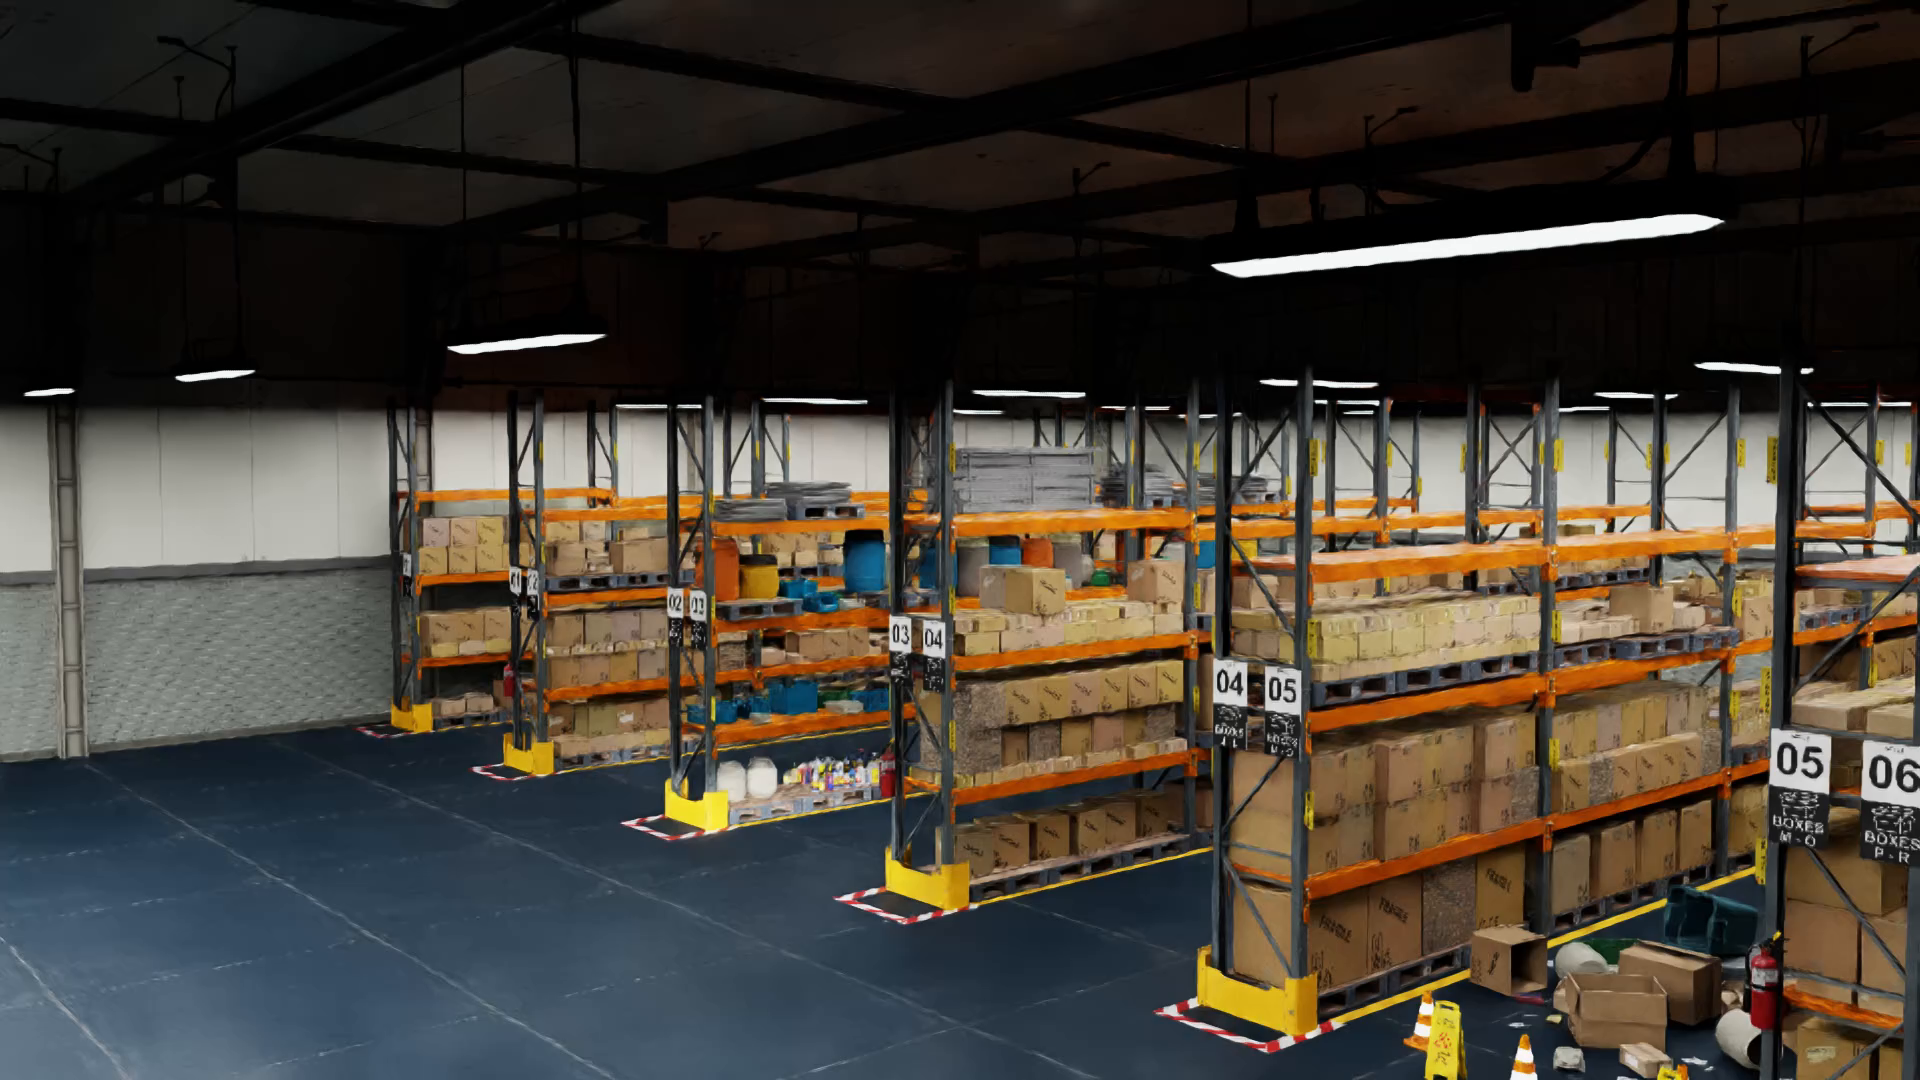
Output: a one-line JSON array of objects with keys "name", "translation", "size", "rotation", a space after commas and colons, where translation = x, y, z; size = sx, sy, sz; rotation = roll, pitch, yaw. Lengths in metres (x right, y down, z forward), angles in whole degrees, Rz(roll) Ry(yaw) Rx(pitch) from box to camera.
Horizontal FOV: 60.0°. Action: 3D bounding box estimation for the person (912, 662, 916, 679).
[{"name": "person", "translation": [-1.208, 2.243, 35.572], "size": [1.116, 1.640, 0.547], "rotation": [-3, 5, -42]}]
